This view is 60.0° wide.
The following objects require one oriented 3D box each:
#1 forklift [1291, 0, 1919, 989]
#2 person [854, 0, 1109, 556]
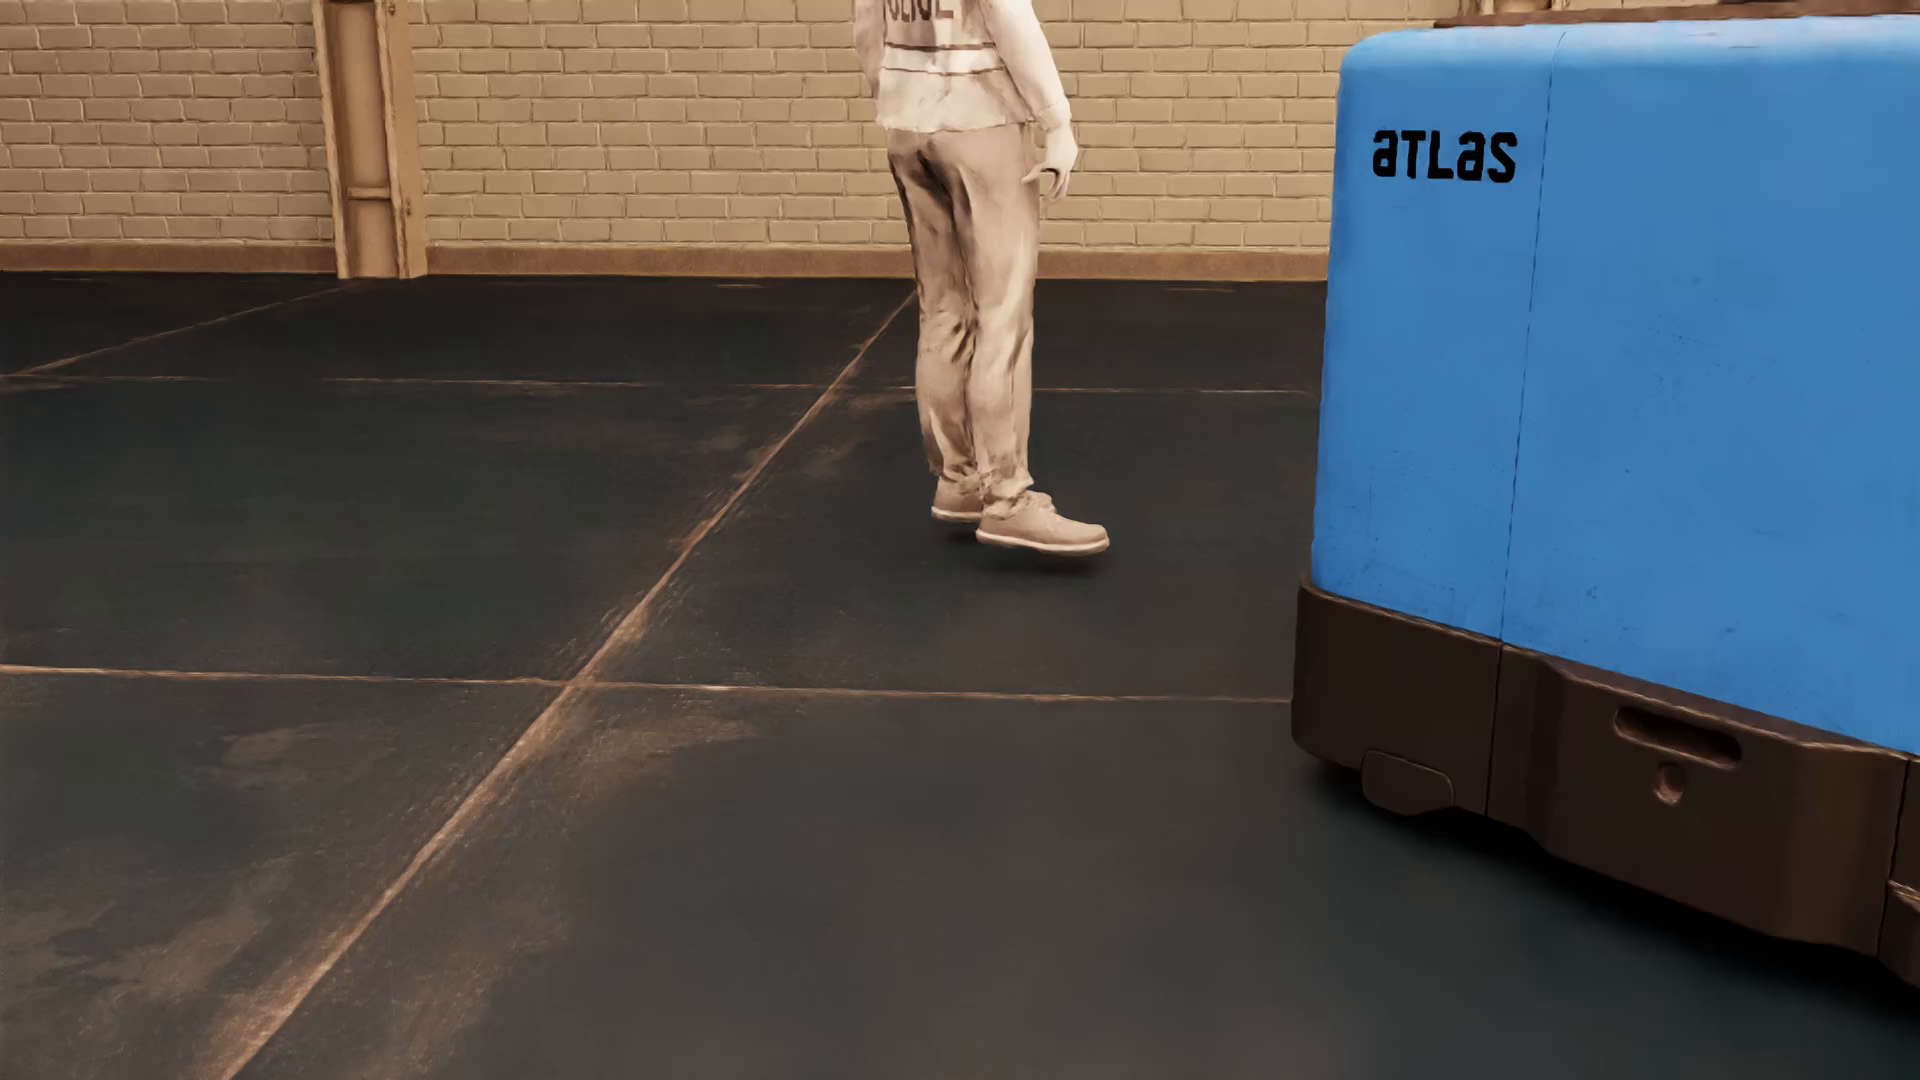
[{"bbox_3d":[1.828,-0.841,1.320,1.130,2.935,3.031,-13,20,-39],"label":"forklift"},{"bbox_3d":[0.040,-0.850,3.542,0.386,1.694,0.700,-13,20,-39],"label":"person"}]
